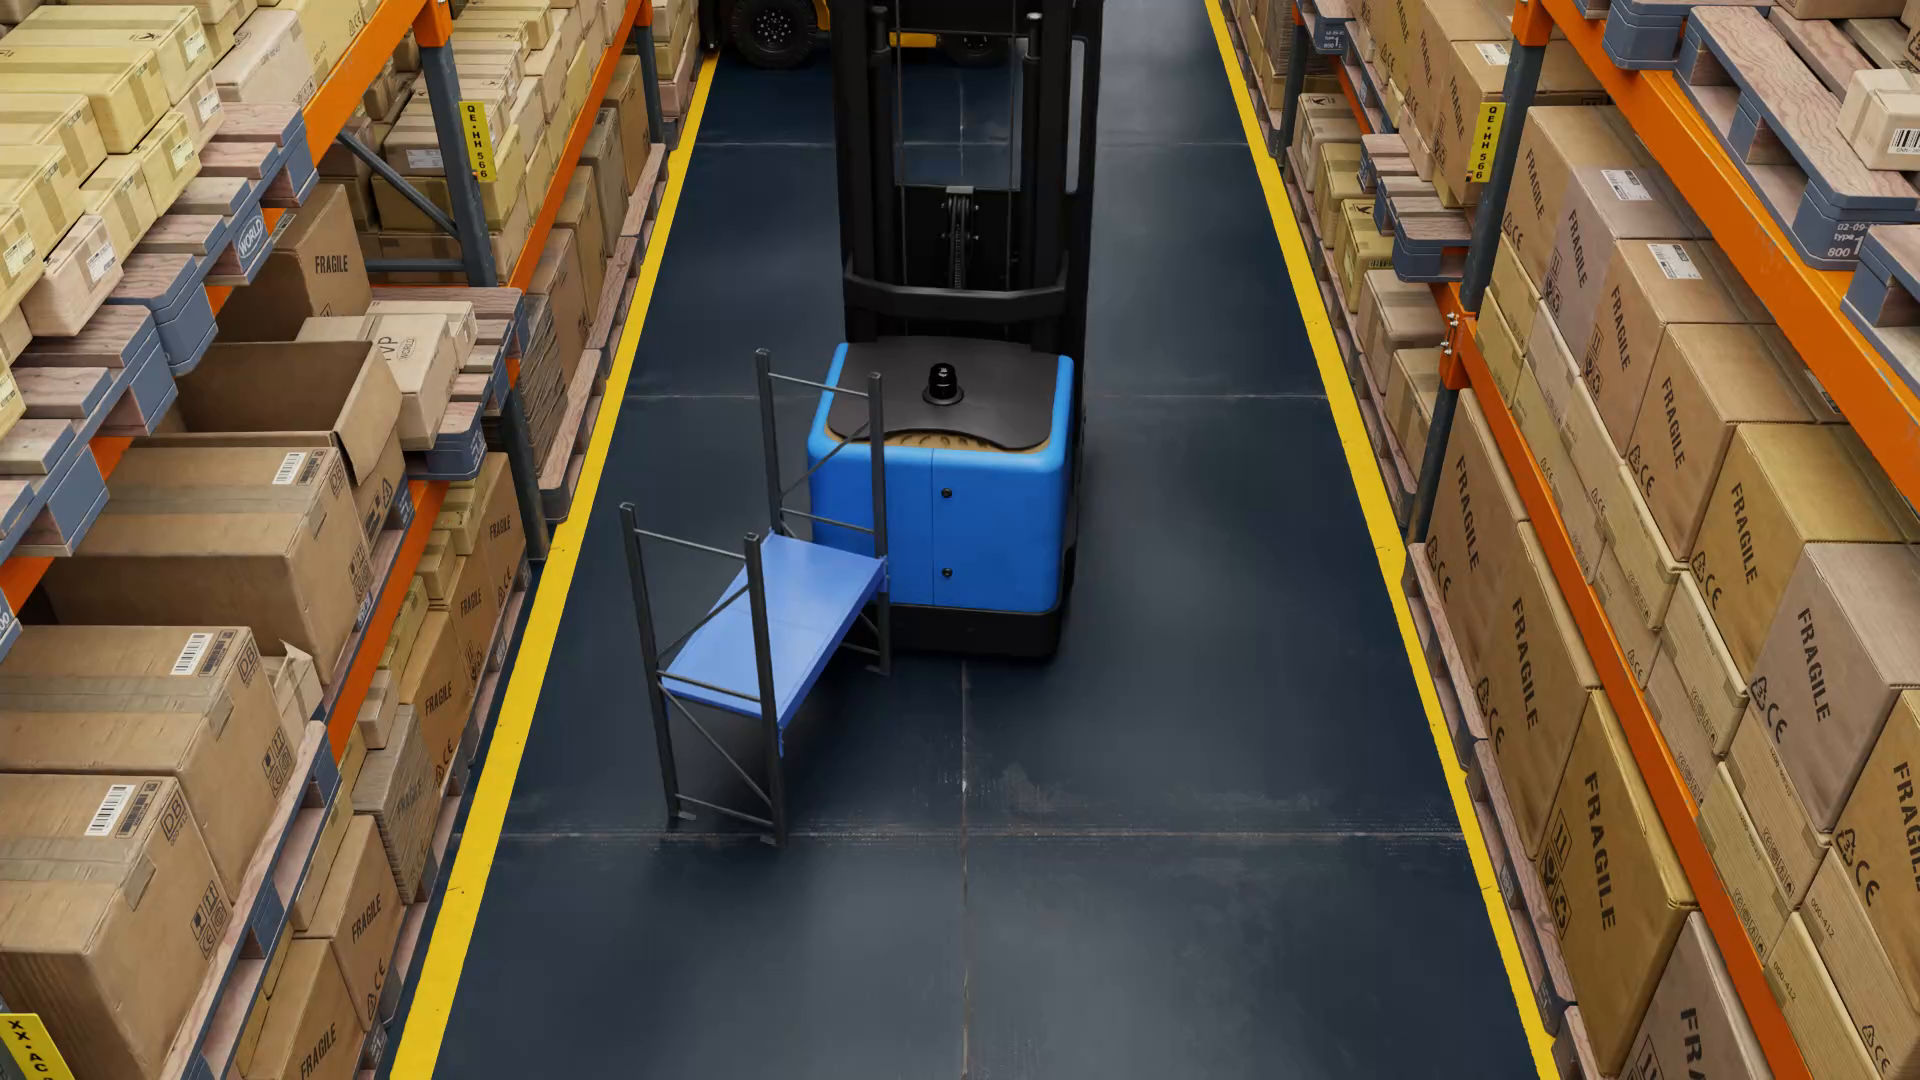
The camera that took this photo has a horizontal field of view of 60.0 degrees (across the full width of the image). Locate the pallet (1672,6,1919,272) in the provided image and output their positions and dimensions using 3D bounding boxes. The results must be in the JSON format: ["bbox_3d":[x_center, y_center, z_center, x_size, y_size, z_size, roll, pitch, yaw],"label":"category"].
[{"bbox_3d":[2.623,-1.106,4.484,1.003,0.211,1.213,2,39,2],"label":"pallet"}]

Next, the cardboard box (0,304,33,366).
[{"bbox_3d":[-2.061,-0.387,3.221,0.380,0.149,0.250,0,39,0],"label":"cardboard box"}]

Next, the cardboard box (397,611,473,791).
[{"bbox_3d":[-2.190,0.611,6.253,0.500,0.500,0.500,2,39,2],"label":"cardboard box"}]

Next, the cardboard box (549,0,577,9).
[{"bbox_3d":[-2.072,-2.721,8.148,0.380,0.149,0.250,-1,39,-1],"label":"cardboard box"}]

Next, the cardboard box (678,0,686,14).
[{"bbox_3d":[-2.081,-3.711,11.045,0.500,0.250,0.500,0,39,0],"label":"cardboard box"}]

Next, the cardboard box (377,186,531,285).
[{"bbox_3d":[-2.155,-1.325,7.124,0.500,0.250,0.500,0,39,0],"label":"cardboard box"}]

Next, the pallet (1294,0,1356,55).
[{"bbox_3d":[2.416,-3.060,9.323,1.003,0.211,1.213,0,39,0],"label":"pallet"}]

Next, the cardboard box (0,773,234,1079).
[{"bbox_3d":[-2.171,0.890,3.825,0.700,0.500,0.500,1,39,1],"label":"cardboard box"}]

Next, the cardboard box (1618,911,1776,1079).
[{"bbox_3d":[2.489,1.667,4.634,0.875,0.875,0.875,1,39,1],"label":"cardboard box"}]

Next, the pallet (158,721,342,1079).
[{"bbox_3d":[-2.286,0.971,4.293,1.003,0.211,1.213,0,39,0],"label":"pallet"}]

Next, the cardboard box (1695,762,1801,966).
[{"bbox_3d":[2.317,0.850,4.411,0.500,0.250,0.500,-1,39,-1],"label":"cardboard box"}]

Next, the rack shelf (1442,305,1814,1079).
[{"bbox_3d":[2.567,0.420,5.403,1.077,0.370,4.000,0,39,0],"label":"rack shelf"}]

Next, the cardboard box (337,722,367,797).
[{"bbox_3d":[-2.222,0.744,5.567,0.380,0.149,0.250,0,39,0],"label":"cardboard box"}]

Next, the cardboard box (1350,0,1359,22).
[{"bbox_3d":[2.272,-2.839,8.759,0.380,0.149,0.250,1,39,1],"label":"cardboard box"}]

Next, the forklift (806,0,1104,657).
[{"bbox_3d":[0.050,-1.561,7.355,1.130,2.935,3.031,4,39,5],"label":"forklift"}]

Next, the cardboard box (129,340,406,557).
[{"bbox_3d":[-2.212,-0.289,5.294,0.797,0.503,0.637,-1,39,-1],"label":"cardboard box"}]

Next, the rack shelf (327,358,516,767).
[{"bbox_3d":[-2.397,0.426,5.395,1.077,0.370,4.000,0,39,0],"label":"rack shelf"}]

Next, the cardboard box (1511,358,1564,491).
[{"bbox_3d":[2.332,-0.426,6.002,0.500,0.250,0.500,-1,39,-1],"label":"cardboard box"}]

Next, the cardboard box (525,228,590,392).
[{"bbox_3d":[-2.394,-1.141,8.339,0.875,0.625,0.625,1,39,1],"label":"cardboard box"}]

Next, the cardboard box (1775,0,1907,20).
[{"bbox_3d":[2.756,-1.866,4.865,0.700,0.500,0.500,-2,39,-2],"label":"cardboard box"}]

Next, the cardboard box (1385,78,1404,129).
[{"bbox_3d":[2.205,-2.037,7.758,0.380,0.149,0.250,1,39,1],"label":"cardboard box"}]

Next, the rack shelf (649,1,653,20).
[{"bbox_3d":[-2.406,-4.577,11.638,1.077,0.370,4.000,0,39,0],"label":"rack shelf"}]

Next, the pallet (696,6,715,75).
[{"bbox_3d":[-2.367,-3.781,12.299,1.003,0.211,1.213,0,39,0],"label":"pallet"}]

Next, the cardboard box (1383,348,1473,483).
[{"bbox_3d":[2.574,-0.603,7.870,0.950,0.372,0.625,-2,39,-3],"label":"cardboard box"}]

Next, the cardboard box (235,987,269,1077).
[{"bbox_3d":[-2.218,1.396,4.754,0.380,0.149,0.250,-2,39,-2],"label":"cardboard box"}]

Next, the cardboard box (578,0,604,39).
[{"bbox_3d":[-2.145,-2.795,8.560,0.500,0.250,0.500,1,39,1],"label":"cardboard box"}]

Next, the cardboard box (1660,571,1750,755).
[{"bbox_3d":[2.311,0.341,4.646,0.500,0.250,0.500,1,39,1],"label":"cardboard box"}]

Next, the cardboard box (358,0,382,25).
[{"bbox_3d":[-2.155,-1.897,5.440,0.500,0.250,0.500,-1,39,-2],"label":"cardboard box"}]

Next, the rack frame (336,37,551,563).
[{"bbox_3d":[-2.399,-1.106,6.731,1.000,3.000,0.127,0,39,0],"label":"rack frame"}]

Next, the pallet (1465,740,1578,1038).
[{"bbox_3d":[2.489,1.231,6.045,1.003,0.211,1.213,0,39,0],"label":"pallet"}]

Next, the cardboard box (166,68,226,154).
[{"bbox_3d":[-2.024,-1.028,4.020,0.380,0.149,0.250,1,39,1],"label":"cardboard box"}]

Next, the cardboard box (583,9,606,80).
[{"bbox_3d":[-2.165,-2.609,8.726,0.500,0.250,0.500,0,39,0],"label":"cardboard box"}]

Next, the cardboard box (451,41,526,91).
[{"bbox_3d":[-2.145,-2.088,7.359,0.380,0.149,0.250,0,39,0],"label":"cardboard box"}]

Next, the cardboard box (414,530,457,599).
[{"bbox_3d":[-2.157,0.097,6.375,0.380,0.149,0.250,-1,39,-2],"label":"cardboard box"}]

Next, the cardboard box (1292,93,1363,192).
[{"bbox_3d":[2.563,-2.423,10.141,0.950,0.372,0.625,0,39,1],"label":"cardboard box"}]

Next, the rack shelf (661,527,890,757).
[{"bbox_3d":[-0.707,0.366,6.381,0.538,0.185,1.000,13,41,16],"label":"rack shelf"}]

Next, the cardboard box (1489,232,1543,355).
[{"bbox_3d":[2.318,-0.931,6.233,0.500,0.250,0.500,0,39,0],"label":"cardboard box"}]

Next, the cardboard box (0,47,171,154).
[{"bbox_3d":[-2.026,-0.988,3.733,0.380,0.149,0.250,0,39,0],"label":"cardboard box"}]

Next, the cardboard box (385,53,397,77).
[{"bbox_3d":[-2.723,-2.080,7.348,0.380,0.149,0.250,-1,39,-1],"label":"cardboard box"}]

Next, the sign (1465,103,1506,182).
[{"bbox_3d":[2.022,-1.526,6.393,0.100,0.325,0.005,0,39,0],"label":"sign"}]

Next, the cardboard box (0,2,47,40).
[{"bbox_3d":[-2.665,-1.349,4.437,0.380,0.149,0.250,-1,39,-1],"label":"cardboard box"}]

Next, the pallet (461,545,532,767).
[{"bbox_3d":[-2.436,0.450,7.020,1.003,0.211,1.213,0,39,0],"label":"pallet"}]

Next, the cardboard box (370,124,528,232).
[{"bbox_3d":[-2.130,-1.520,6.968,0.500,0.250,0.500,0,39,0],"label":"cardboard box"}]

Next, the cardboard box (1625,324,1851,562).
[{"bbox_3d":[2.313,-0.283,4.825,0.500,0.500,0.500,1,39,1],"label":"cardboard box"}]

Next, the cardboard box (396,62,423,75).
[{"bbox_3d":[-2.677,-2.156,7.762,0.500,0.250,0.500,0,39,0],"label":"cardboard box"}]

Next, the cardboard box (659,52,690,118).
[{"bbox_3d":[-2.073,-3.001,10.959,0.500,0.250,0.500,0,39,0],"label":"cardboard box"}]

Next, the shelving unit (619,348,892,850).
[{"bbox_3d":[-0.707,0.226,6.269,0.538,1.500,1.048,13,41,16],"label":"shelving unit"}]

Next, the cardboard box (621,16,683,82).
[{"bbox_3d":[-2.095,-3.196,10.802,0.500,0.250,0.500,0,39,0],"label":"cardboard box"}]

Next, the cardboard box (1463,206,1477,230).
[{"bbox_3d":[2.329,-1.382,6.941,0.380,0.149,0.250,1,39,2],"label":"cardboard box"}]

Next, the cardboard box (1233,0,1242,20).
[{"bbox_3d":[2.286,-4.040,12.256,0.500,0.250,0.500,2,39,3],"label":"cardboard box"}]

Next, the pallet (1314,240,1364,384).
[{"bbox_3d":[2.567,-1.273,9.170,1.003,0.211,1.213,0,39,0],"label":"pallet"}]

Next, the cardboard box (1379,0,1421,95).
[{"bbox_3d":[2.273,-2.353,7.634,0.500,0.500,0.500,-3,39,-3],"label":"cardboard box"}]
